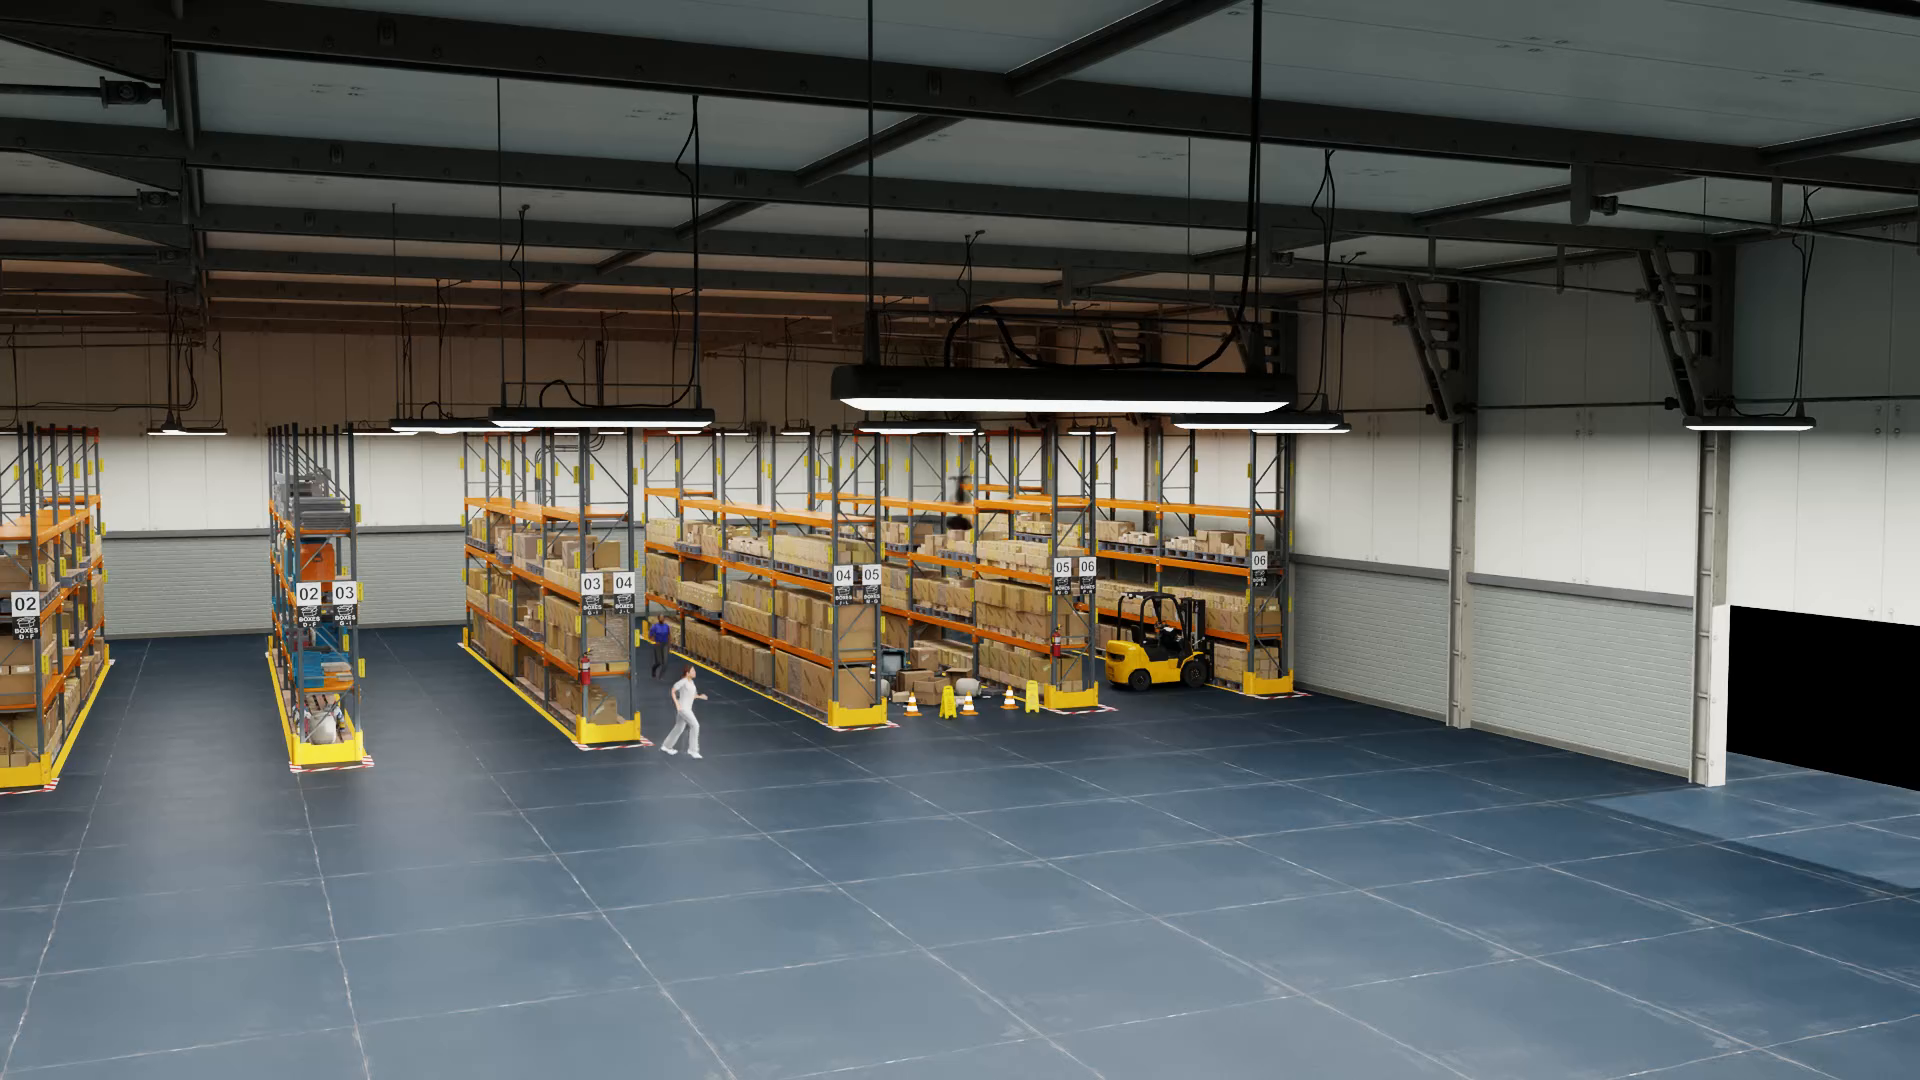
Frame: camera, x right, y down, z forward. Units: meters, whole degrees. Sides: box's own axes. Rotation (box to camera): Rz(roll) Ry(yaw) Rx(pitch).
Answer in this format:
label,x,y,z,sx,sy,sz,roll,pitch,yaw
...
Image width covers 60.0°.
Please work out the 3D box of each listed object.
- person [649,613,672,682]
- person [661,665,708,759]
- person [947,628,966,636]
label,x,y,z,sx,sy,sz,roll,pitch,yaw
person,-7.051,2.525,39.166,0.562,1.609,0.589,-2,4,-31
person,-4.957,3.085,29.825,0.865,1.715,0.498,0,3,2
person,-0.039,1.951,48.021,0.530,1.747,0.816,-3,4,-37
